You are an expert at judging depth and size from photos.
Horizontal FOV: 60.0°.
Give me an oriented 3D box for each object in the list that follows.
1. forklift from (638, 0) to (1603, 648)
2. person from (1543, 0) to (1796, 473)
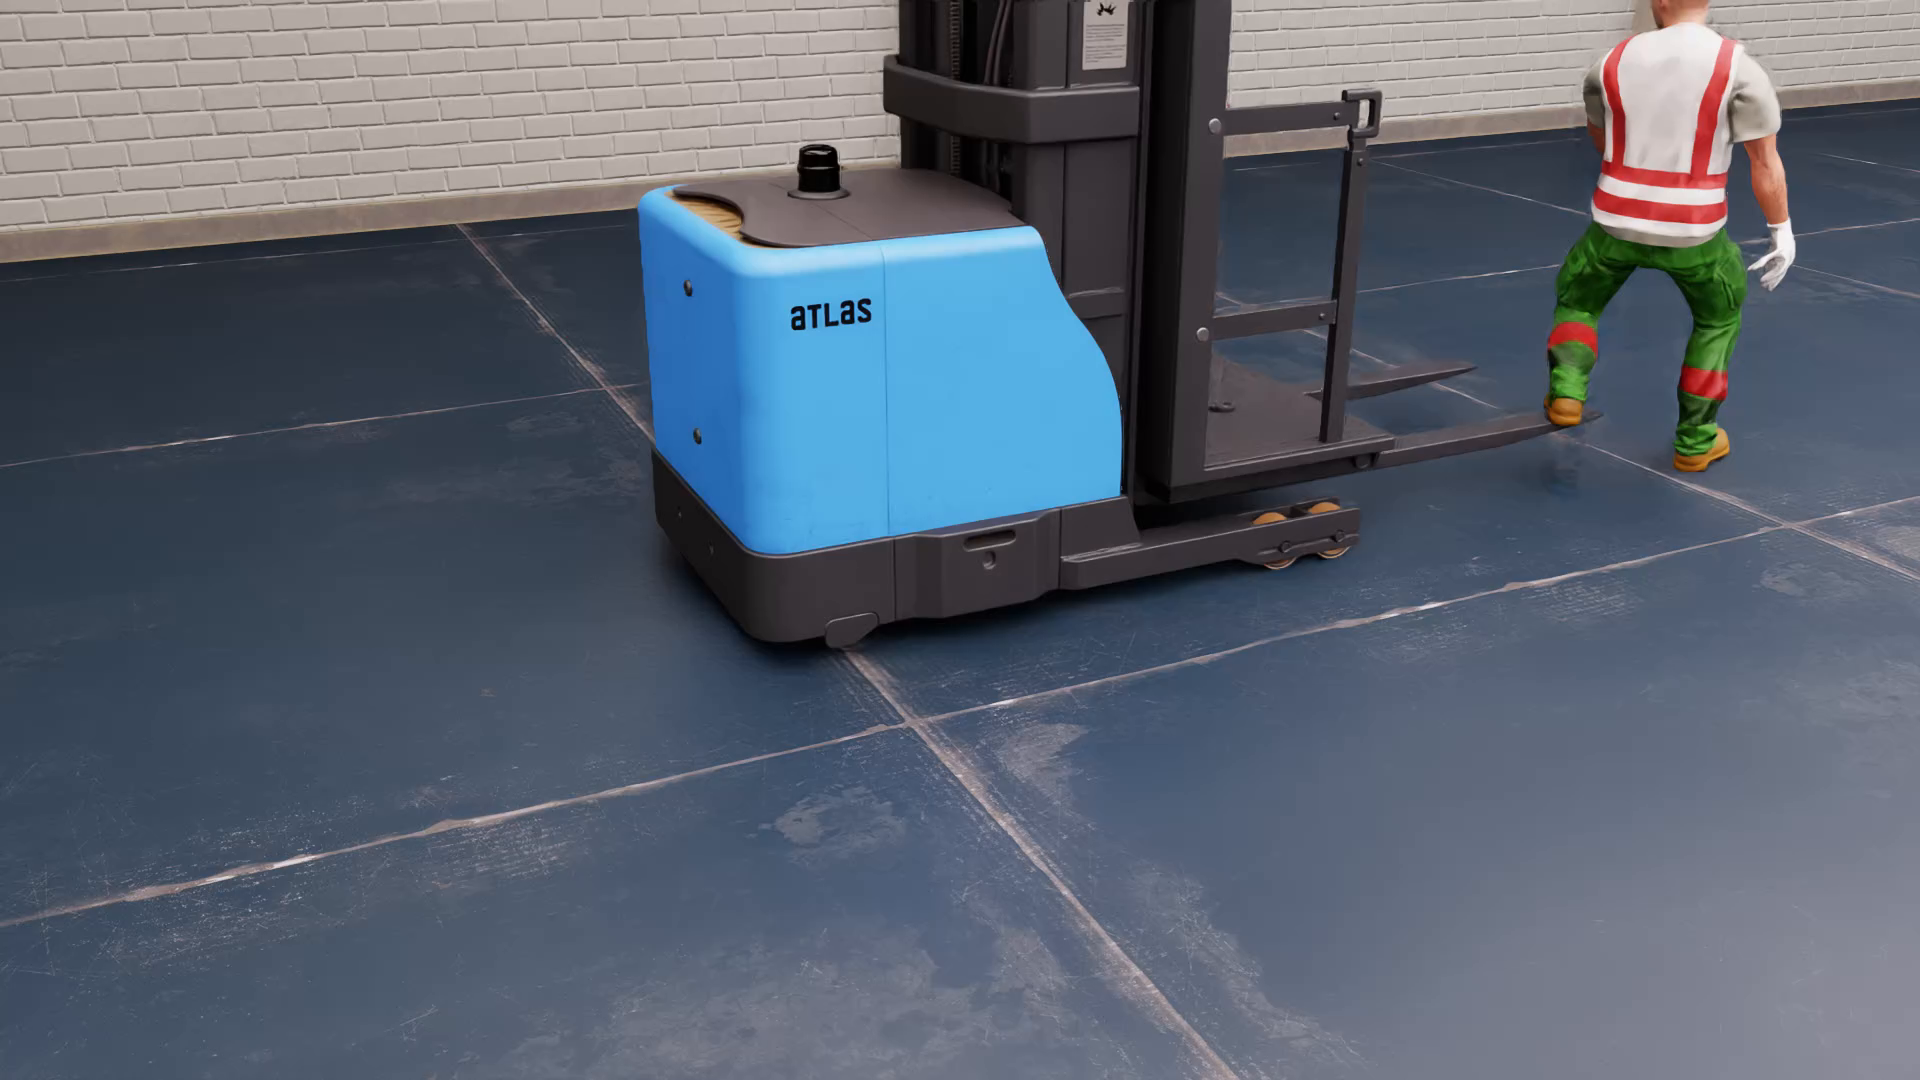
[{"bbox_3d":[0.635,-1.438,4.748,3.031,2.935,1.130,-10,25,-23],"label":"forklift"},{"bbox_3d":[2.311,-1.027,5.354,0.719,1.722,0.720,12,25,27],"label":"person"}]
